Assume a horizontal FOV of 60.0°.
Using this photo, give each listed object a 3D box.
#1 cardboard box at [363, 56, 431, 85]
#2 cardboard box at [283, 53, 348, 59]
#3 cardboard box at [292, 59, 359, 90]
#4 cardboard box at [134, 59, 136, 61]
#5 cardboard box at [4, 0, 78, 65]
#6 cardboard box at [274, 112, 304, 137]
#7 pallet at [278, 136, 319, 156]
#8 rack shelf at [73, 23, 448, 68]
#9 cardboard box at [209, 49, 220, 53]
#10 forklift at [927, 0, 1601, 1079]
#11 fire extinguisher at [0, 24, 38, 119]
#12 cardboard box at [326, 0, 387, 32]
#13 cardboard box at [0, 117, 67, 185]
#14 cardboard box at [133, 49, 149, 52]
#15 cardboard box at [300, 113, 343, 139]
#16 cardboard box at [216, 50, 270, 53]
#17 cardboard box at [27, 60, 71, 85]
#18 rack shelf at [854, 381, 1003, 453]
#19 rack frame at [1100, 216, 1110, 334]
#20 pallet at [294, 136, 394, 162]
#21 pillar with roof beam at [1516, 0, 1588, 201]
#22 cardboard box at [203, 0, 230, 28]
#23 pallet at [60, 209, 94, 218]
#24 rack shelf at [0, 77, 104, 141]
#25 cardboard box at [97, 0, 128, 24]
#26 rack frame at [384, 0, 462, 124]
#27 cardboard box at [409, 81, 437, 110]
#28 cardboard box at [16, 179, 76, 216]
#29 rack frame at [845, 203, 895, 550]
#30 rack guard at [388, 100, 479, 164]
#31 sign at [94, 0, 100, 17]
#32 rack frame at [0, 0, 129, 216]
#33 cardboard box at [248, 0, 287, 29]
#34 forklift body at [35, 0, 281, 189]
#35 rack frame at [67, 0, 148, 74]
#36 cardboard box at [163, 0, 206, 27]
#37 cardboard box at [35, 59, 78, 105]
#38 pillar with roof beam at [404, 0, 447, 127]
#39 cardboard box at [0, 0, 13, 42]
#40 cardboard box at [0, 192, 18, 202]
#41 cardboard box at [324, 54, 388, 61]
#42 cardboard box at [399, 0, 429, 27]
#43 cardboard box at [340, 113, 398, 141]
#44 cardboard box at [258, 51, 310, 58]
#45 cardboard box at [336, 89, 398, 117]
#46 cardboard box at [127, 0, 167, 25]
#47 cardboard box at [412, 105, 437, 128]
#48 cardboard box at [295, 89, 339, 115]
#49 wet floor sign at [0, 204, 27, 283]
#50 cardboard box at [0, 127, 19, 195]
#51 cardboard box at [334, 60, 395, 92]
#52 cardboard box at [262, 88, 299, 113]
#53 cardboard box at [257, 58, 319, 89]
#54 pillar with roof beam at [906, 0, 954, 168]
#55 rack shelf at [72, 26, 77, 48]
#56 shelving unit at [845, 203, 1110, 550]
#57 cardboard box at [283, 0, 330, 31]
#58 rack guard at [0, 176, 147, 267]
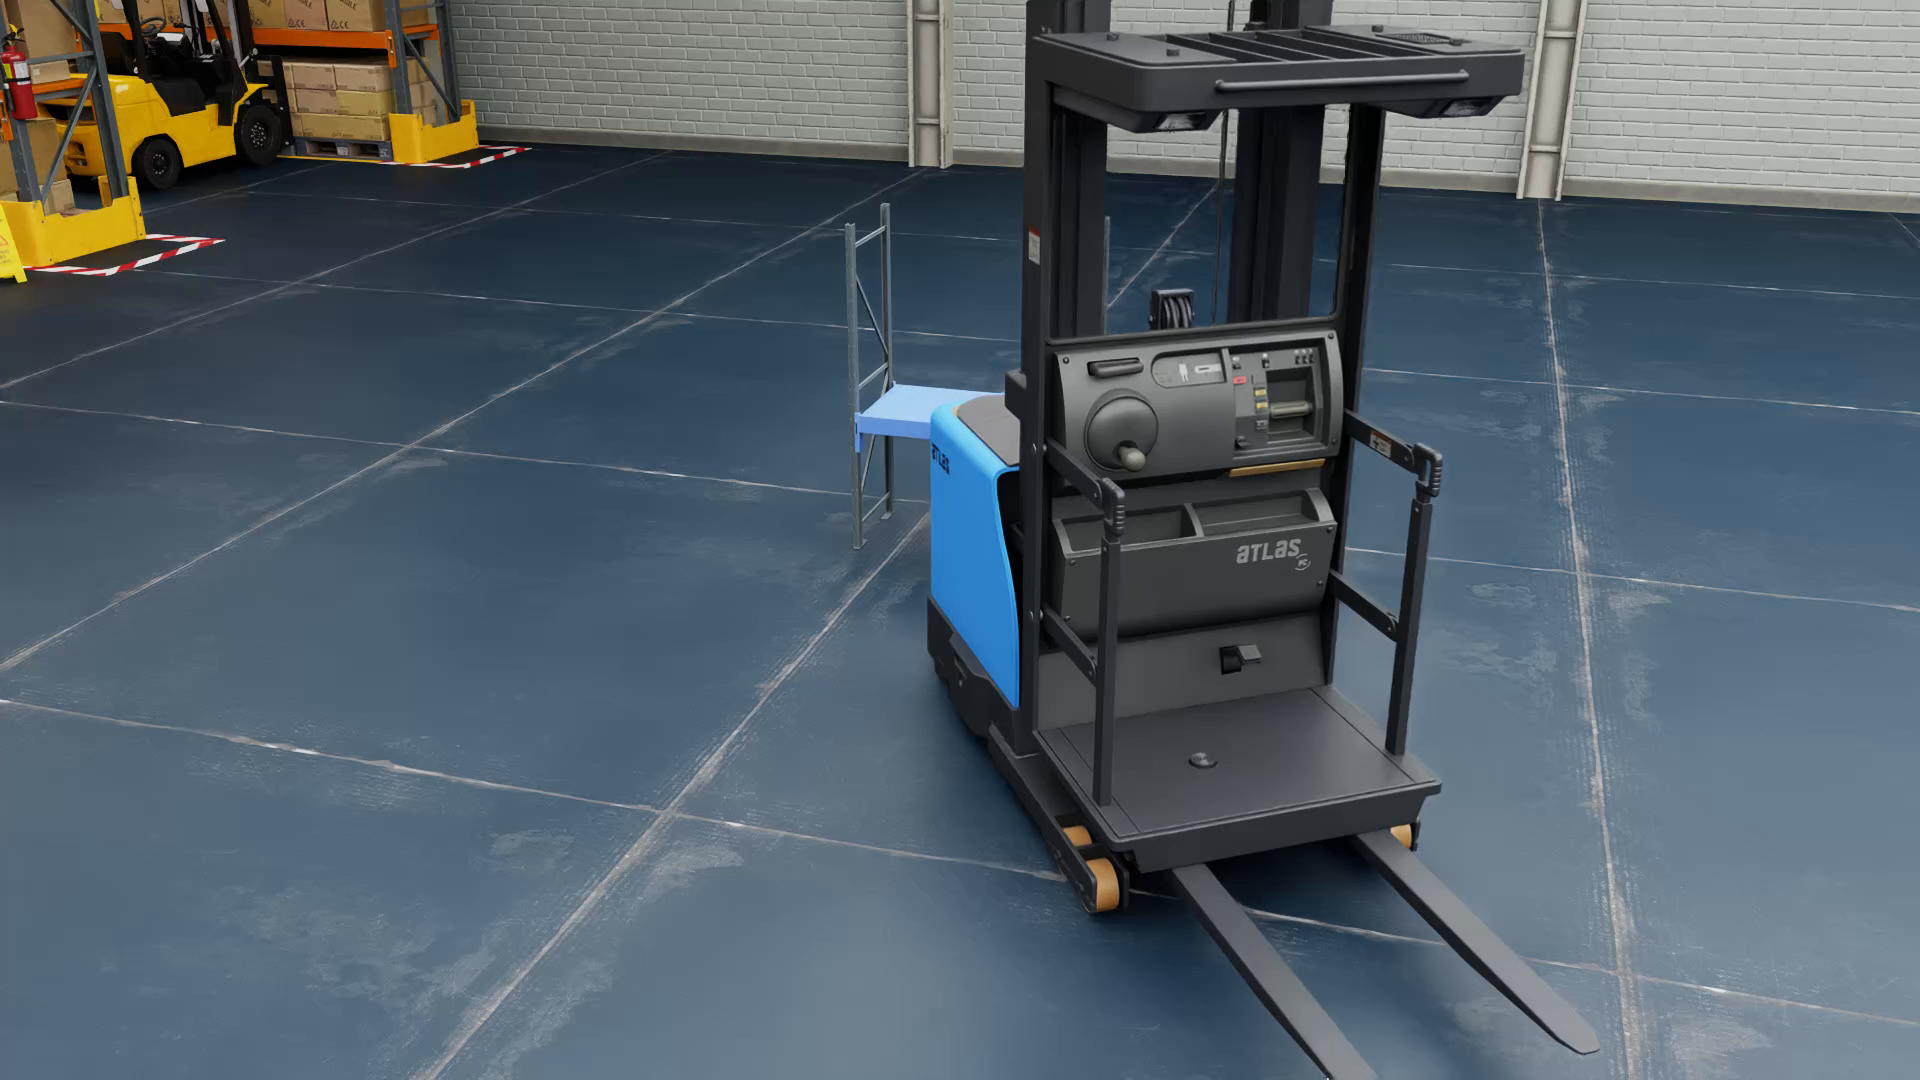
[{"bbox_3d":[-6.043,-5.041,17.859,0.500,0.250,0.500,6,23,15],"label":"cardboard box"},{"bbox_3d":[-6.998,-5.153,18.133,0.500,0.250,0.500,6,23,15],"label":"cardboard box"},{"bbox_3d":[-6.659,-4.911,17.541,0.500,0.250,0.500,7,23,16],"label":"cardboard box"},{"bbox_3d":[-8.608,-5.131,18.079,0.500,0.250,0.500,7,23,16],"label":"cardboard box"},{"bbox_3d":[-7.441,-4.068,13.210,0.500,0.500,0.500,6,23,15],"label":"cardboard box"},{"bbox_3d":[-7.129,-4.510,17.882,0.500,0.250,0.500,7,23,16],"label":"cardboard box"},{"bbox_3d":[-7.546,-4.448,18.335,1.213,0.211,1.003,7,23,15],"label":"pallet"},{"bbox_3d":[-7.552,-5.421,17.982,4.000,0.370,1.077,7,23,16],"label":"rack shelf"},{"bbox_3d":[-8.451,-5.324,18.550,0.500,0.250,0.500,6,23,15],"label":"cardboard box"},{"bbox_3d":[0.808,-0.399,4.881,1.130,2.935,3.031,-7,23,-16],"label":"forklift"},{"bbox_3d":[-7.092,-3.515,12.489,0.183,0.674,0.296,7,23,16],"label":"fire extinguisher"},{"bbox_3d":[-6.185,-5.540,17.191,0.500,0.500,0.500,6,23,14],"label":"cardboard box"},{"bbox_3d":[-7.783,-3.191,13.679,0.500,0.500,0.500,6,23,14],"label":"cardboard box"},{"bbox_3d":[-8.940,-5.374,18.672,0.500,0.250,0.500,7,23,17],"label":"cardboard box"},{"bbox_3d":[-6.652,-4.452,17.740,0.500,0.250,0.500,7,23,15],"label":"cardboard box"},{"bbox_3d":[-7.970,-5.264,18.403,0.500,0.250,0.500,7,23,16],"label":"cardboard box"},{"bbox_3d":[-7.333,-3.727,13.235,0.250,0.149,0.380,7,23,16],"label":"cardboard box"},{"bbox_3d":[0.082,-0.518,7.531,1.000,0.185,0.538,7,23,16],"label":"rack shelf"},{"bbox_3d":[0.568,-0.629,7.327,0.032,1.500,0.500,7,23,16],"label":"rack frame"},{"bbox_3d":[-6.382,-4.313,18.007,1.213,0.211,1.003,7,23,16],"label":"pallet"},{"bbox_3d":[4.201,-5.835,10.137,0.400,9.000,9.100,7,23,16],"label":"pillar with roof beam"},{"bbox_3d":[-7.654,-5.707,17.599,0.500,0.500,0.500,7,23,16],"label":"cardboard box"},{"bbox_3d":[-7.908,-2.551,13.711,1.213,0.211,1.003,7,23,16],"label":"pallet"},{"bbox_3d":[-8.983,-3.617,13.584,4.000,0.370,1.077,7,23,16],"label":"rack shelf"},{"bbox_3d":[-9.118,-5.876,18.011,0.500,0.500,0.500,6,23,14],"label":"cardboard box"},{"bbox_3d":[-5.638,-5.535,17.311,0.127,3.000,1.000,7,23,16],"label":"rack frame"},{"bbox_3d":[-6.028,-4.815,17.968,0.500,0.250,0.500,7,23,16],"label":"cardboard box"},{"bbox_3d":[-7.760,-2.842,13.816,0.500,0.250,0.500,6,23,15],"label":"cardboard box"},{"bbox_3d":[-0.405,-0.740,7.598,0.032,1.500,0.500,7,23,16],"label":"rack frame"},{"bbox_3d":[-5.615,-4.376,17.779,0.348,0.500,1.175,7,23,16],"label":"rack guard"},{"bbox_3d":[-6.911,-4.329,13.230,0.005,0.325,0.100,7,23,16],"label":"sign"},{"bbox_3d":[-7.068,-3.731,12.913,0.127,3.000,1.000,7,23,16],"label":"rack frame"},{"bbox_3d":[-7.169,-5.656,17.474,0.500,0.500,0.500,6,23,14],"label":"cardboard box"},{"bbox_3d":[-7.980,-4.687,16.363,1.214,2.155,2.313,7,23,16],"label":"forklift body"},{"bbox_3d":[-9.467,-5.973,18.380,0.127,3.000,1.000,7,23,16],"label":"rack frame"},{"bbox_3d":[-8.129,-5.770,17.752,0.500,0.500,0.500,6,23,15],"label":"cardboard box"},{"bbox_3d":[-9.970,-5.122,18.880,0.625,0.625,0.875,8,24,18],"label":"cardboard box"},{"bbox_3d":[-7.288,-7.150,13.344,0.400,9.000,9.100,7,23,16],"label":"pillar with roof beam"},{"bbox_3d":[-7.667,-3.874,12.739,0.500,0.500,0.500,6,23,15],"label":"cardboard box"},{"bbox_3d":[-7.943,-2.647,13.339,0.500,0.250,0.500,6,23,15],"label":"cardboard box"},{"bbox_3d":[-6.523,-5.095,17.990,0.500,0.250,0.500,7,23,16],"label":"cardboard box"},{"bbox_3d":[-6.032,-5.736,17.670,0.500,0.500,0.500,7,23,17],"label":"cardboard box"},{"bbox_3d":[-6.179,-4.394,17.599,0.500,0.250,0.500,7,23,16],"label":"cardboard box"},{"bbox_3d":[-7.487,-5.212,18.276,0.500,0.250,0.500,6,23,14],"label":"cardboard box"},{"bbox_3d":[-6.194,-4.628,17.511,0.500,0.250,0.500,6,23,15],"label":"cardboard box"},{"bbox_3d":[-8.614,-5.825,17.886,0.500,0.500,0.500,7,23,16],"label":"cardboard box"},{"bbox_3d":[-6.051,-4.582,18.057,0.500,0.250,0.500,7,23,16],"label":"cardboard box"},{"bbox_3d":[-6.671,-4.687,17.655,0.500,0.250,0.500,6,23,15],"label":"cardboard box"},{"bbox_3d":[-7.195,-2.232,12.361,0.232,0.644,0.267,16,27,34],"label":"wet floor sign"},{"bbox_3d":[-7.910,-2.993,13.196,0.500,0.500,0.500,7,23,16],"label":"cardboard box"},{"bbox_3d":[-6.169,-4.857,17.410,0.500,0.250,0.500,7,23,17],"label":"cardboard box"},{"bbox_3d":[-7.171,-4.736,17.774,0.500,0.250,0.500,6,23,14],"label":"cardboard box"},{"bbox_3d":[-7.145,-4.962,17.667,0.500,0.250,0.500,7,23,16],"label":"cardboard box"},{"bbox_3d":[-1.543,-6.492,11.740,0.400,9.000,9.100,7,23,16],"label":"pillar with roof beam"},{"bbox_3d":[-11.382,-5.860,19.051,4.000,0.370,1.077,7,23,16],"label":"rack shelf"},{"bbox_3d":[0.082,-0.685,7.463,1.048,1.500,0.538,7,23,16],"label":"shelving unit"},{"bbox_3d":[-6.679,-5.600,17.338,0.500,0.500,0.500,7,23,17],"label":"cardboard box"},{"bbox_3d":[-7.141,-2.583,13.408,0.348,0.500,1.175,7,23,16],"label":"rack guard"}]
